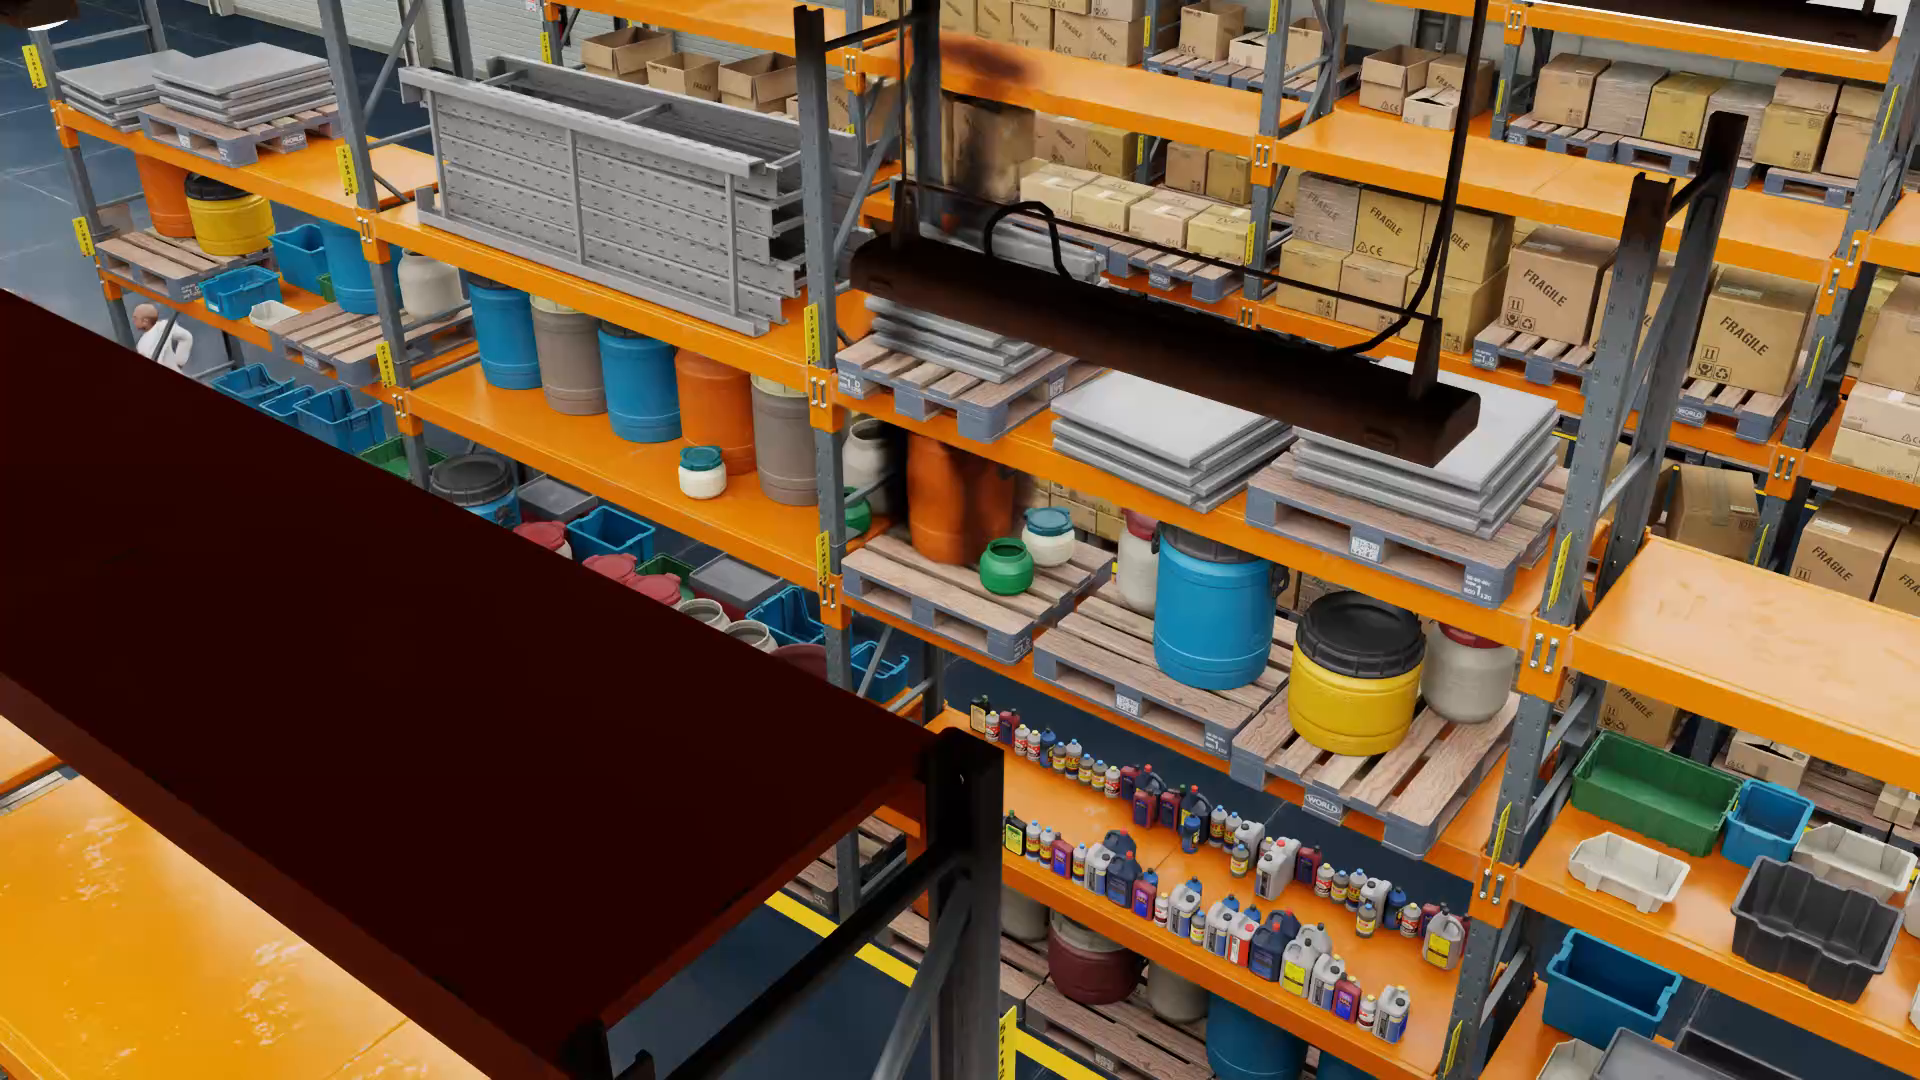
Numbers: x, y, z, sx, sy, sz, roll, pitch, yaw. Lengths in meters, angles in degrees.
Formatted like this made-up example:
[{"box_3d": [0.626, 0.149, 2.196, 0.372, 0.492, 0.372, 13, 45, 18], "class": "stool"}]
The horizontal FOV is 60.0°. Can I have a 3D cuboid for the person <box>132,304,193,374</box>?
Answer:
[{"box_3d": [-7.513, -1.429, 15.848, 1.063, 1.767, 0.701, -9, 33, -15], "class": "person"}]

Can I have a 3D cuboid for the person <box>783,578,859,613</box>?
[{"box_3d": [-1.203, -0.068, 13.824, 0.912, 1.694, 0.604, 17, 35, 25], "class": "person"}]

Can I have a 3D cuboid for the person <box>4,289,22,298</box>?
[{"box_3d": [-9.477, -1.856, 16.573, 0.874, 1.835, 0.650, -17, 35, -25], "class": "person"}]
